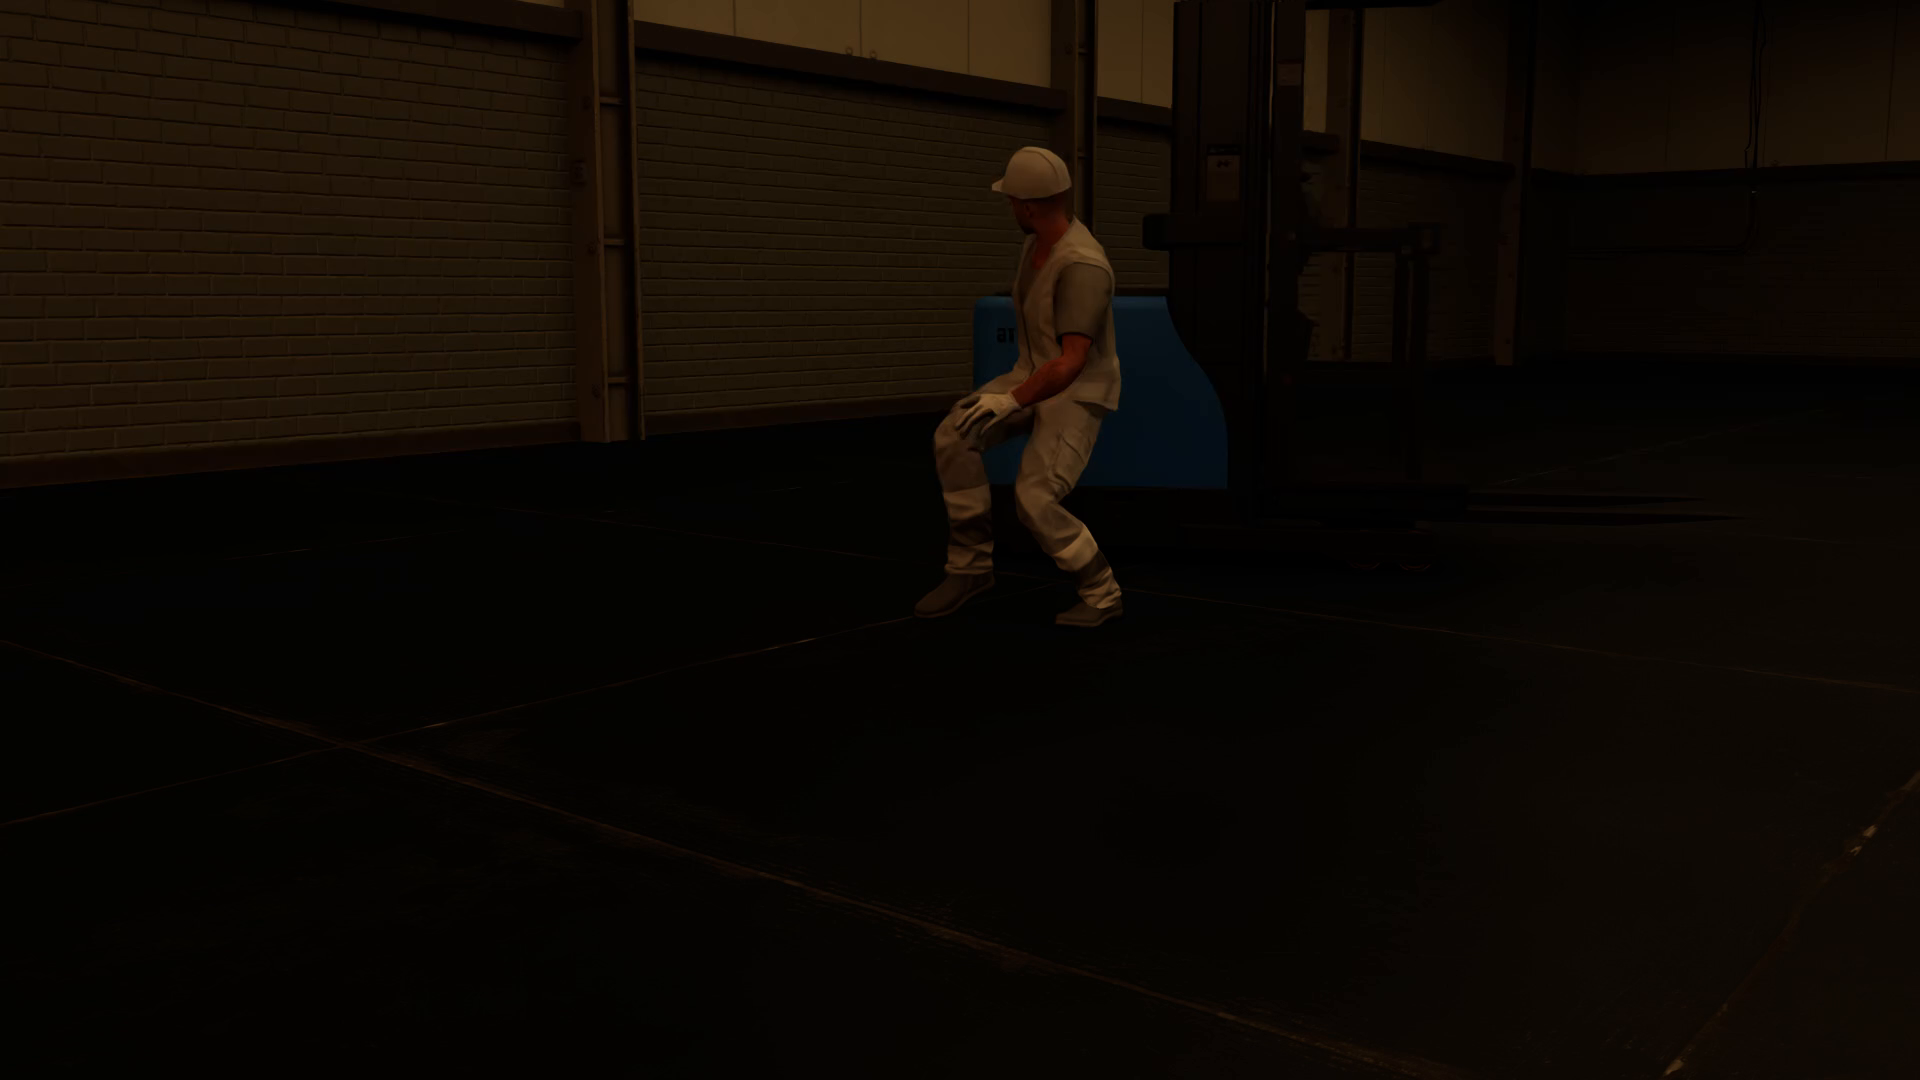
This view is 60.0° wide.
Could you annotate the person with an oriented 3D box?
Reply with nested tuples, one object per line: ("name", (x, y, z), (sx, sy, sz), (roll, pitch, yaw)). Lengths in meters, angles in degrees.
("person", (0.197, -0.496, 5.516), (0.771, 1.561, 0.781), (-6, 10, -34))

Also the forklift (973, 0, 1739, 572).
("forklift", (1.609, -1.407, 6.897), (3.031, 2.935, 1.130), (2, 8, 10))
